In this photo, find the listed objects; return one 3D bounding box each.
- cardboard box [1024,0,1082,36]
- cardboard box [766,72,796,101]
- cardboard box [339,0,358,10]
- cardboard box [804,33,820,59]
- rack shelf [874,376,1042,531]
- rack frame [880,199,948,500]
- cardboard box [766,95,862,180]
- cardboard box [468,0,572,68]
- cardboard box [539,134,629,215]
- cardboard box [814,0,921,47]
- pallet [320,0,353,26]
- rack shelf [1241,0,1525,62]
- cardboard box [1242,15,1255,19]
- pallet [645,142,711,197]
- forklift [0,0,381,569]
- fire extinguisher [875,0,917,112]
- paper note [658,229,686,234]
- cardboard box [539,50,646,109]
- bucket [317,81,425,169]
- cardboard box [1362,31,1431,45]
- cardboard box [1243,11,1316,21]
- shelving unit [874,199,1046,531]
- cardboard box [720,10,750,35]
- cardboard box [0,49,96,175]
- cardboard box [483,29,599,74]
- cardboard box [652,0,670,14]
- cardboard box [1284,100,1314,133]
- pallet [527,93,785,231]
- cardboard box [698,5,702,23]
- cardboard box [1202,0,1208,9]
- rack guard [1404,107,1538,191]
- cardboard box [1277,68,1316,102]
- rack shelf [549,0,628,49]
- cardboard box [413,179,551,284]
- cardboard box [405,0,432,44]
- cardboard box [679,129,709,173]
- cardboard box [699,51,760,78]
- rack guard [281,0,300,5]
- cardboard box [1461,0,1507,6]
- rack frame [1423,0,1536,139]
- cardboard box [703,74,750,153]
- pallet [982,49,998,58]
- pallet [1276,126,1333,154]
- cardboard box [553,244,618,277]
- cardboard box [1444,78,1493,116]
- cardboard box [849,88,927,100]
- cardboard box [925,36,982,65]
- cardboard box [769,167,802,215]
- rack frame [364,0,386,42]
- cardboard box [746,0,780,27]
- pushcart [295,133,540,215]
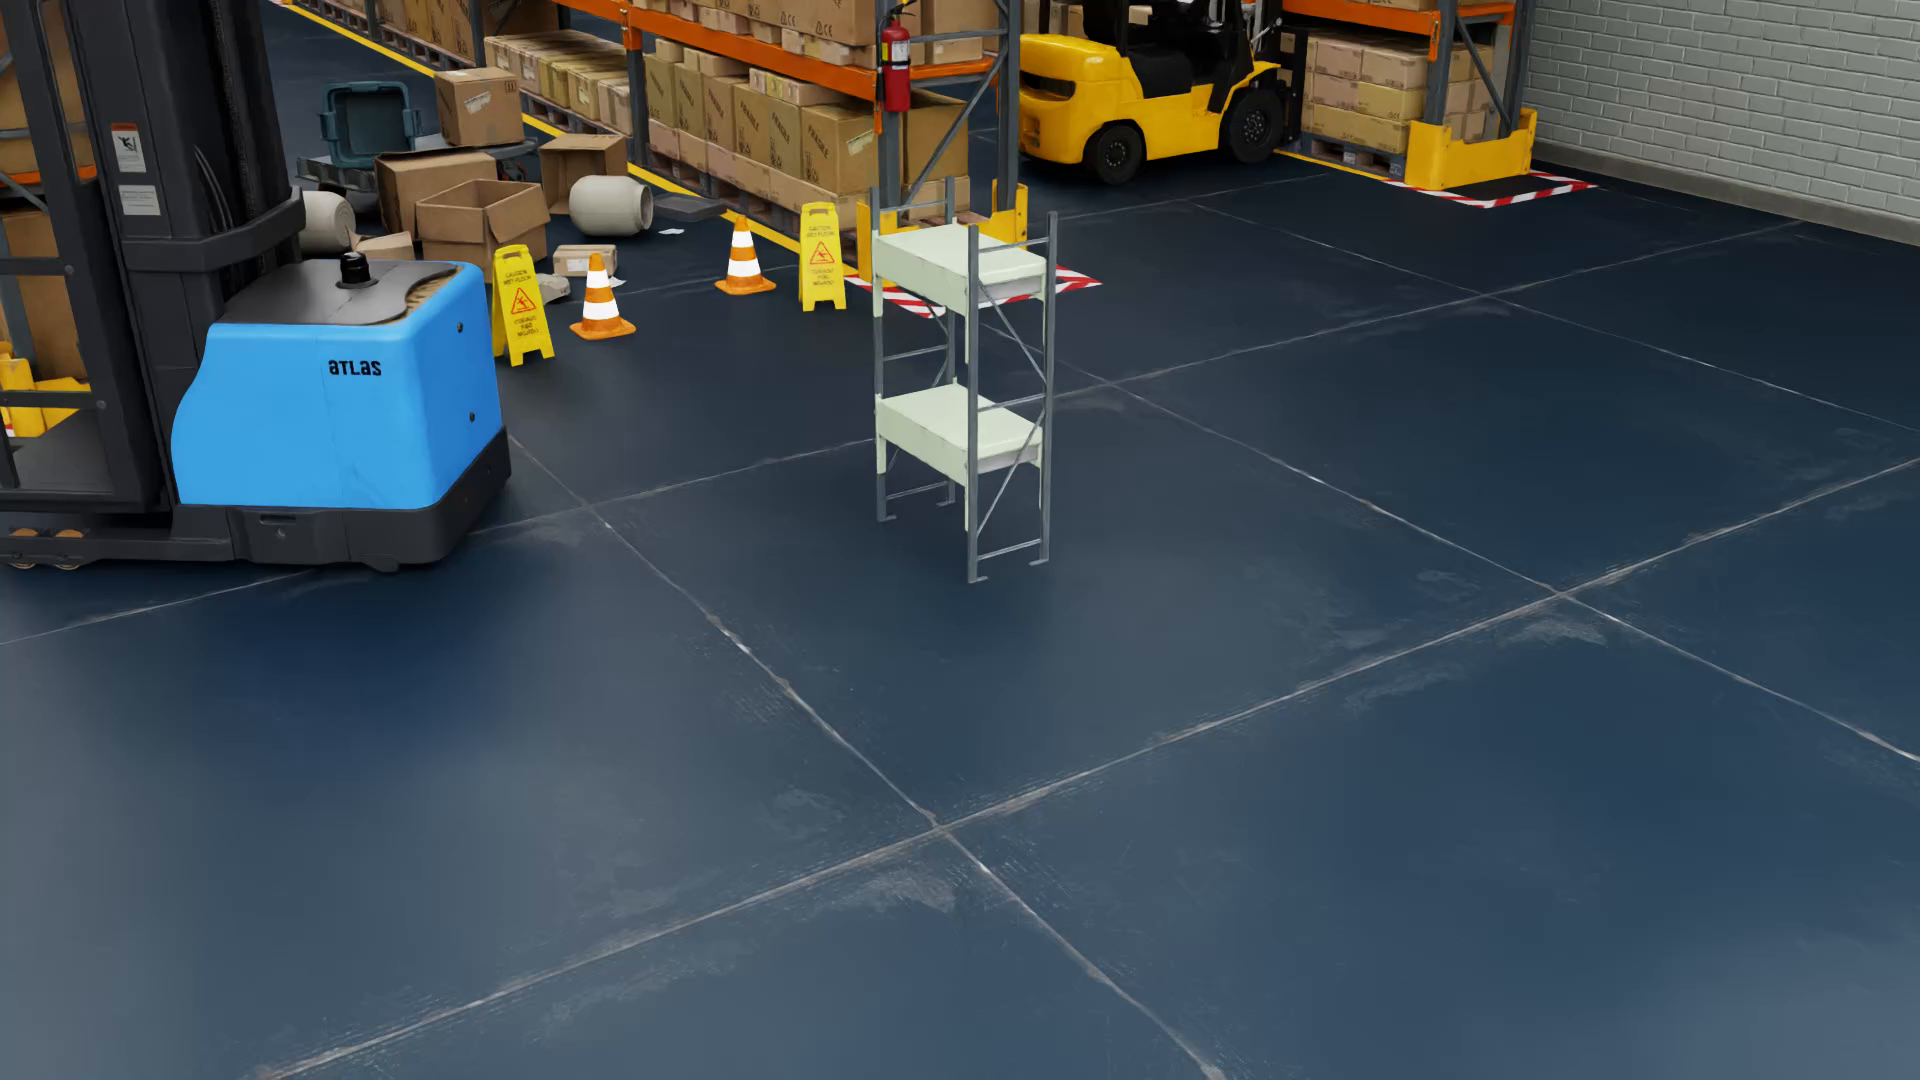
[{"bbox_3d":[1.196,-5.305,17.265,0.875,0.625,0.625,-16,30,-30],"label":"cardboard box"},{"bbox_3d":[-1.113,-3.148,11.496,0.380,0.149,0.250,-15,29,-29],"label":"cardboard box"},{"bbox_3d":[-7.359,-7.030,21.138,0.875,0.438,0.875,-17,30,-31],"label":"cardboard box"},{"bbox_3d":[-0.803,-3.269,10.955,0.380,0.149,0.250,-16,30,-30],"label":"cardboard box"},{"bbox_3d":[0.004,-0.381,7.064,0.431,0.370,0.720,-16,29,-30],"label":"rack shelf"},{"bbox_3d":[-0.195,-0.807,7.203,0.380,1.308,0.010,-16,29,-30],"label":"rack frame"},{"bbox_3d":[-1.010,-2.835,11.591,0.500,0.500,0.500,-14,29,-28],"label":"cardboard box"},{"bbox_3d":[-12.976,-2.049,7.713,26.055,3.310,5.793,-17,30,-32],"label":"cardboard box"},{"bbox_3d":[-2.805,-2.738,12.462,0.500,0.500,0.500,3,25,6],"label":"cardboard box"},{"bbox_3d":[-0.593,-3.447,10.572,0.500,0.500,0.500,-16,30,-30],"label":"cardboard box"},{"bbox_3d":[-7.636,-6.895,21.609,1.003,0.211,1.213,-16,29,-30],"label":"pallet"},{"bbox_3d":[2.999,-4.685,14.504,1.077,0.370,4.000,-16,29,-30],"label":"rack shelf"},{"bbox_3d":[2.460,-4.518,14.865,0.500,0.250,0.500,-14,29,-28],"label":"cardboard box"},{"bbox_3d":[-1.853,-3.075,13.516,1.003,0.211,1.213,-16,29,-30],"label":"pallet"},{"bbox_3d":[-3.623,-1.425,6.834,3.031,2.935,1.121,2,25,3],"label":"forklift"},{"bbox_3d":[-0.390,-2.954,10.084,0.296,0.674,0.183,-16,29,-30],"label":"fire extinguisher"},{"bbox_3d":[-2.060,-2.214,11.903,0.148,0.019,0.142,18,31,33],"label":"paper note"},{"bbox_3d":[-3.314,-4.261,15.349,0.950,0.372,0.625,-14,29,-28],"label":"cardboard box"},{"bbox_3d":[-4.336,-3.074,12.302,0.726,0.611,0.620,-6,16,-12],"label":"bucket"},{"bbox_3d":[3.711,-4.088,13.953,0.500,0.250,0.500,-15,29,-29],"label":"cardboard box"},{"bbox_3d":[2.892,-4.632,15.106,0.500,0.250,0.500,-15,29,-29],"label":"cardboard box"},{"bbox_3d":[0.001,-0.678,6.929,0.431,1.308,0.731,-16,29,-30],"label":"shelving unit"},{"bbox_3d":[-1.495,-3.724,11.918,0.380,0.149,0.250,-16,29,-30],"label":"cardboard box"},{"bbox_3d":[-4.399,-2.138,8.088,0.875,0.550,0.550,-16,29,-30],"label":"cardboard box"},{"bbox_3d":[-4.133,-4.796,16.482,0.950,0.372,0.625,-18,31,-33],"label":"cardboard box"},{"bbox_3d":[-2.165,-4.189,12.903,0.380,0.149,0.250,-15,29,-28],"label":"cardboard box"},{"bbox_3d":[3.040,-3.697,14.297,0.500,0.250,0.500,-15,29,-29],"label":"cardboard box"},{"bbox_3d":[-2.265,-3.330,14.057,1.045,0.211,5.110,-16,29,-30],"label":"pallet"},{"bbox_3d":[-1.717,-3.916,12.326,0.380,0.149,0.250,-16,29,-30],"label":"cardboard box"},{"bbox_3d":[2.338,-4.994,15.872,0.500,0.250,0.500,-15,29,-29],"label":"cardboard box"},{"bbox_3d":[4.104,-3.156,13.351,1.175,0.500,0.348,-16,29,-30],"label":"rack guard"},{"bbox_3d":[0.982,-5.520,17.399,0.979,0.399,8.696,-15,29,-29],"label":"cardboard box"},{"bbox_3d":[-3.341,-4.958,15.082,1.077,0.370,4.000,-16,29,-30],"label":"rack shelf"},{"bbox_3d":[-3.146,-2.047,10.996,0.637,0.503,0.797,7,26,15],"label":"cardboard box"},{"bbox_3d":[-5.712,-6.134,18.727,0.875,0.875,0.875,-15,29,-28],"label":"cardboard box"},{"bbox_3d":[-1.853,-3.052,12.931,0.500,0.250,0.500,-14,29,-27],"label":"cardboard box"},{"bbox_3d":[-1.704,-3.535,12.316,0.380,0.149,0.250,-14,29,-27],"label":"cardboard box"},{"bbox_3d":[-8.814,-7.738,23.056,1.175,0.500,0.348,-16,29,-30],"label":"rack guard"},{"bbox_3d":[4.053,-4.582,13.326,0.500,0.500,0.500,-14,29,-28],"label":"cardboard box"},{"bbox_3d":[4.091,-4.295,12.835,1.000,3.000,0.127,-16,29,-30],"label":"rack frame"},{"bbox_3d":[-1.570,-3.205,12.376,0.500,0.500,0.500,-14,29,-27],"label":"cardboard box"},{"bbox_3d":[0.802,-5.156,17.925,1.003,0.211,1.213,-16,29,-30],"label":"pallet"},{"bbox_3d":[2.976,-3.734,14.913,1.003,0.211,1.213,-16,29,-30],"label":"pallet"},{"bbox_3d":[-2.474,-1.846,10.986,0.380,0.149,0.250,-1,25,-3],"label":"cardboard box"},{"bbox_3d":[4.008,-3.684,13.684,0.500,0.250,0.500,-15,29,-29],"label":"cardboard box"},{"bbox_3d":[-0.577,-2.970,11.879,0.500,0.500,0.500,-17,30,-31],"label":"cardboard box"},{"bbox_3d":[-0.078,-3.193,10.795,0.380,0.149,0.250,-15,29,-29],"label":"cardboard box"},{"bbox_3d":[-1.009,-2.497,11.755,0.500,0.250,0.500,-15,29,-29],"label":"cardboard box"},{"bbox_3d":[-6.617,-7.429,19.474,1.000,3.000,0.127,-16,29,-30],"label":"rack frame"},{"bbox_3d":[-1.133,-3.807,11.335,0.500,0.500,0.500,-16,29,-30],"label":"cardboard box"},{"bbox_3d":[-4.133,-2.833,12.809,0.936,0.377,1.648,18,31,33],"label":"pushcart"}]
